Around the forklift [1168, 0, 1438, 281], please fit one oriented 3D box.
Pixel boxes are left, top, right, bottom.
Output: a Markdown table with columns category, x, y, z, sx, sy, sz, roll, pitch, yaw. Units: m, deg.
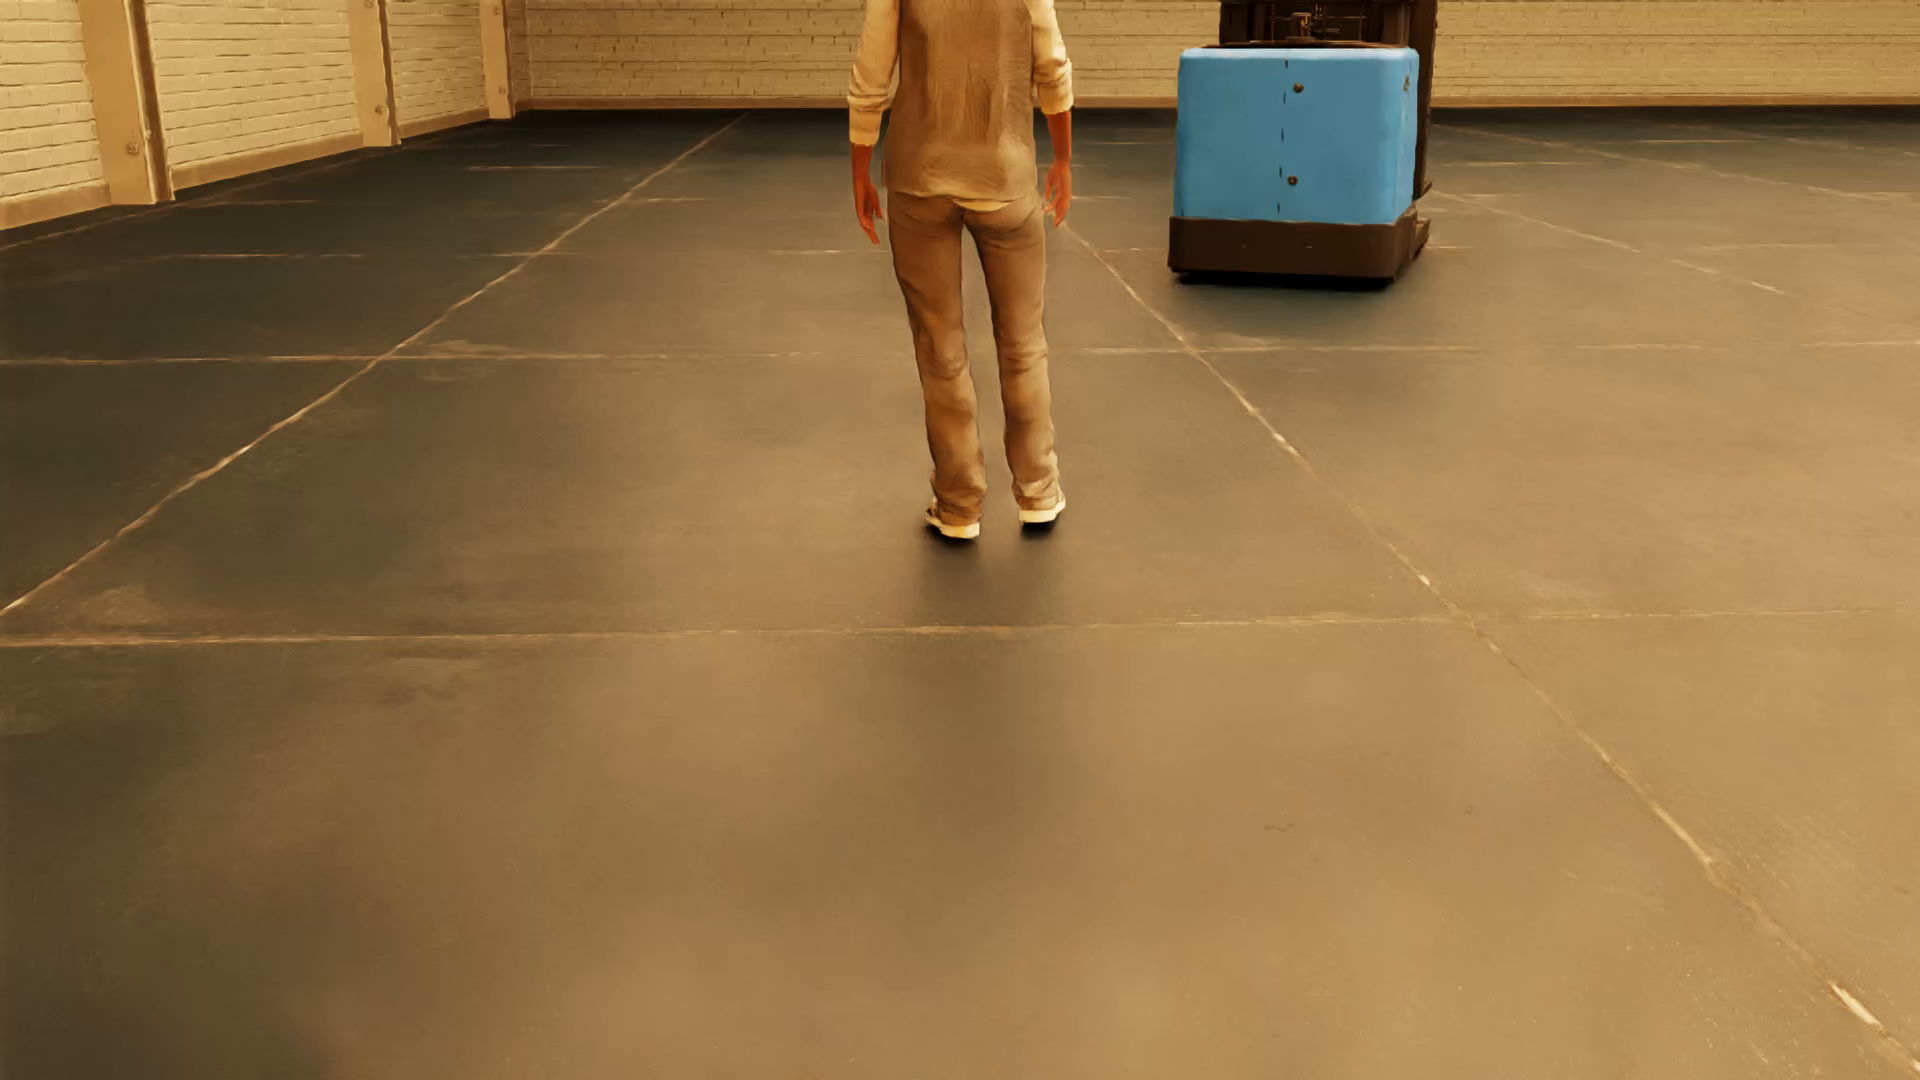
| category | x | y | z | sx | sy | sz | roll | pitch | yaw |
| --- | --- | --- | --- | --- | --- | --- | --- | --- | --- |
| forklift | 1.965 | -2.992 | 8.688 | 1.130 | 2.935 | 3.031 | 6 | 18 | 18 |

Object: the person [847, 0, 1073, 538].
| category | x | y | z | sx | sy | sz | roll | pitch | yaw |
| --- | --- | --- | --- | --- | --- | --- | --- | --- | --- |
| person | 0.010 | -0.792 | 3.754 | 0.521 | 1.597 | 0.474 | -1 | 17 | -3 |
